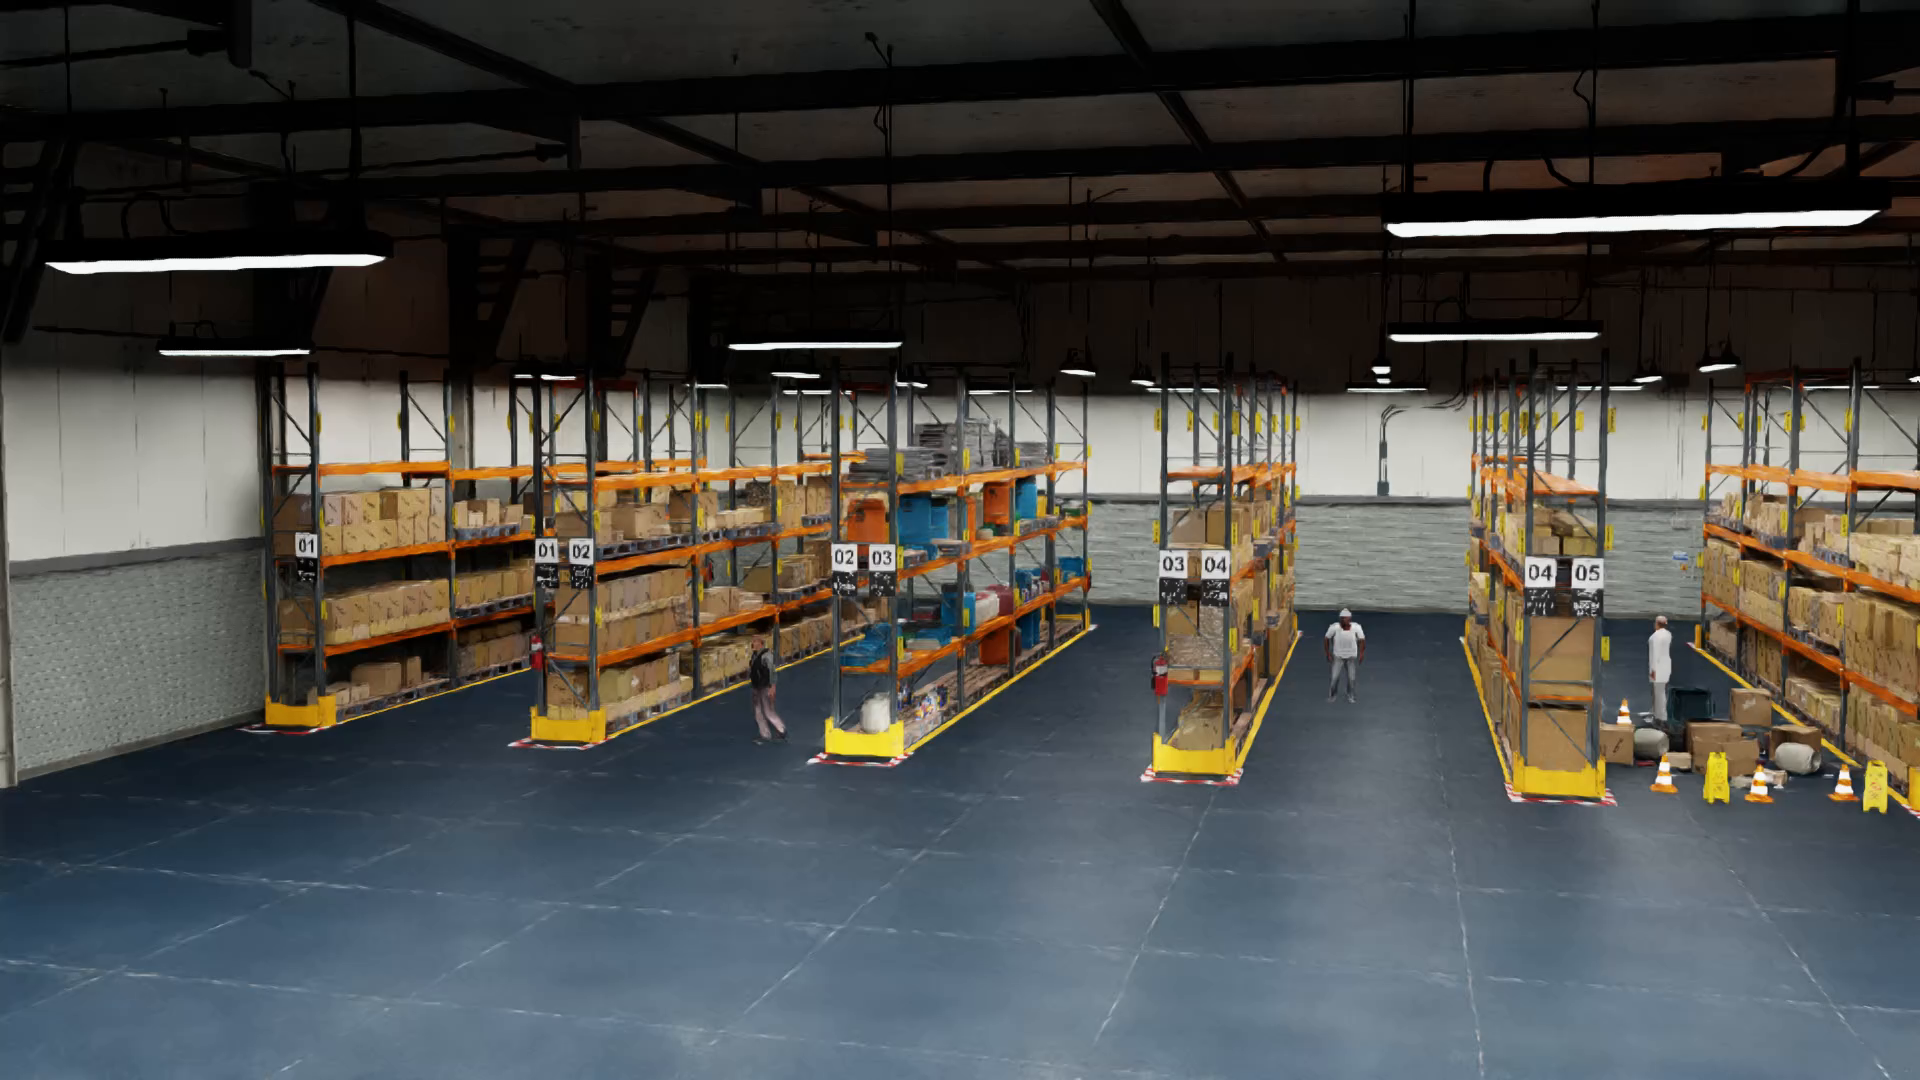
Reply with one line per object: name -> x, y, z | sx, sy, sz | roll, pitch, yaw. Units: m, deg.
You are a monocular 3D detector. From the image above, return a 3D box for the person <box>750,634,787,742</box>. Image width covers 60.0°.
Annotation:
person -> -3.015, 2.314, 26.128 | 0.541, 1.710, 0.582 | -3, 5, -39

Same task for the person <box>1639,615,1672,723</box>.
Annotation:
person -> 11.638, 2.143, 27.806 | 0.551, 1.782, 0.636 | 4, 6, 44

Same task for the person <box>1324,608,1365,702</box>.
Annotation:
person -> 6.866, 2.065, 29.705 | 0.719, 1.714, 0.578 | 1, 4, 13
